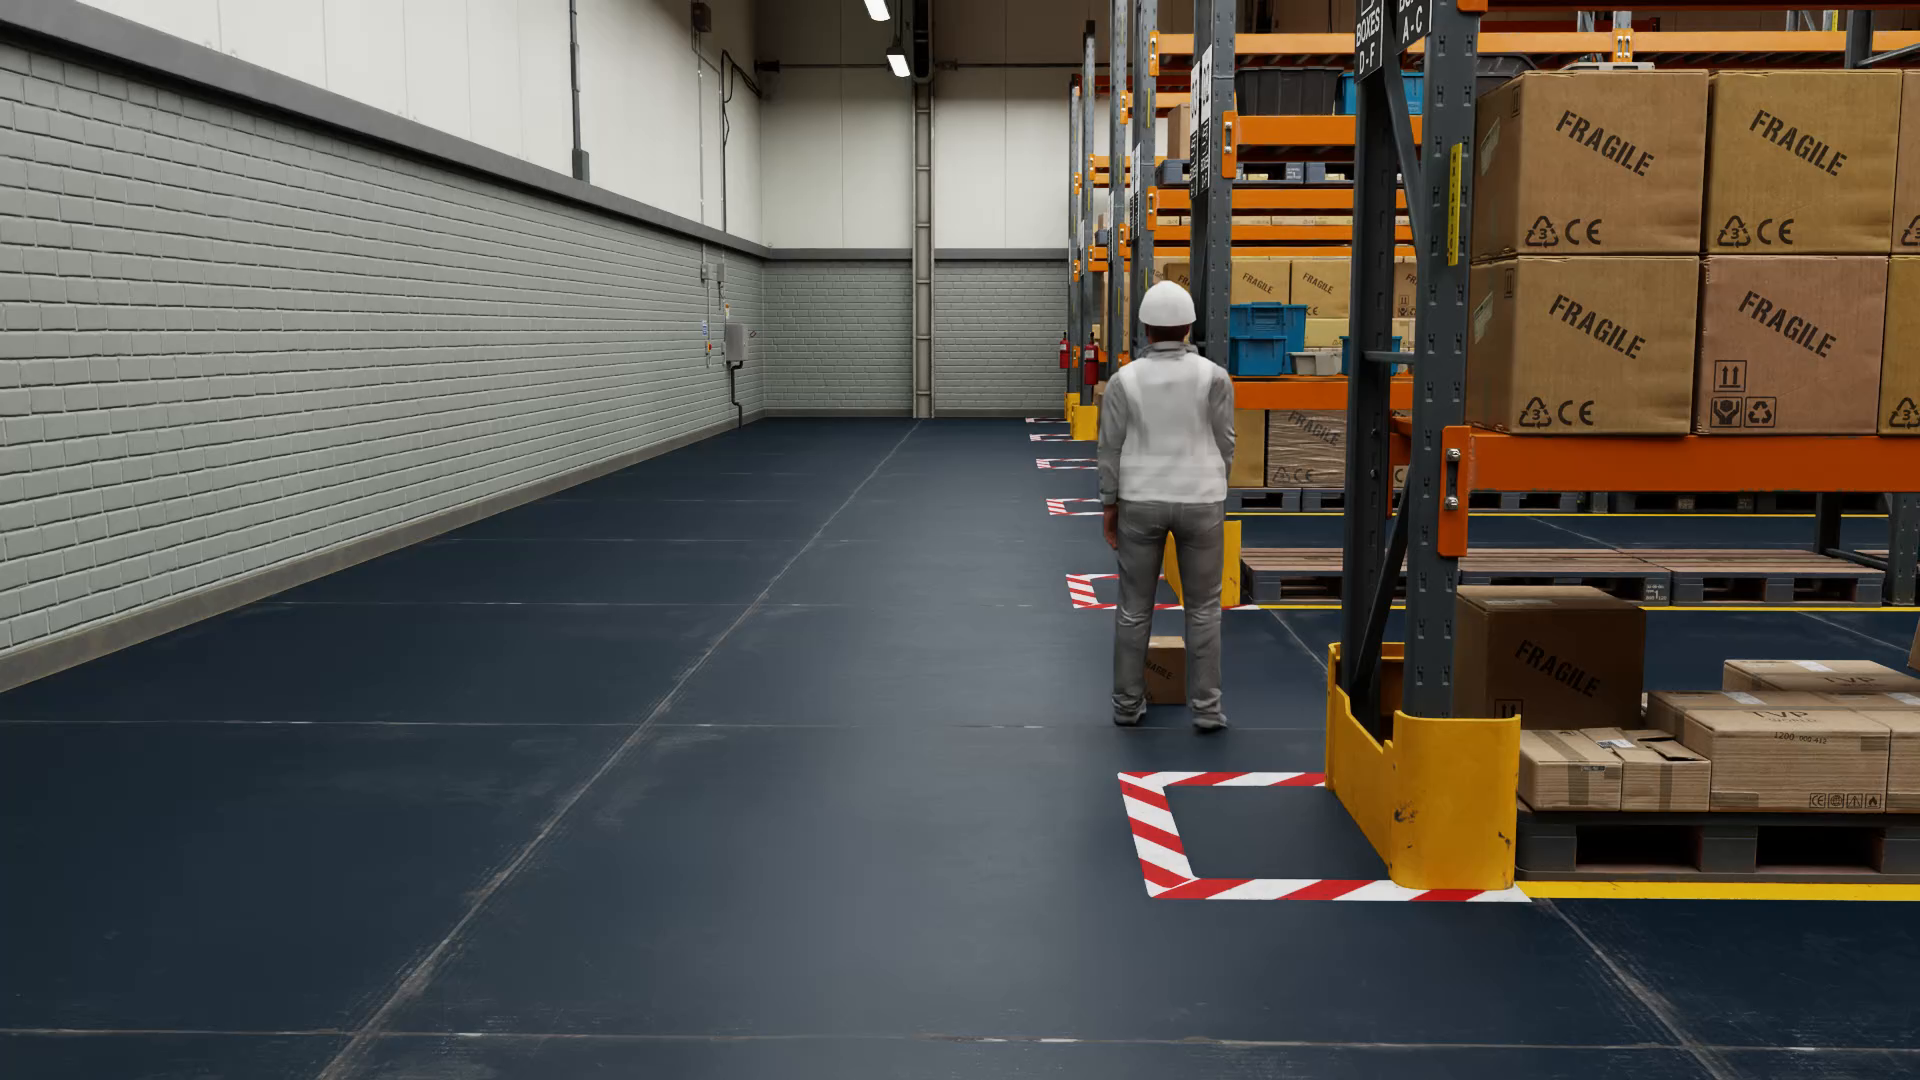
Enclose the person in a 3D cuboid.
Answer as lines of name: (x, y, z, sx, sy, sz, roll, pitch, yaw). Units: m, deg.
person: (0.826, -0.129, 6.693, 0.544, 1.803, 0.394, 1, 7, 9)
